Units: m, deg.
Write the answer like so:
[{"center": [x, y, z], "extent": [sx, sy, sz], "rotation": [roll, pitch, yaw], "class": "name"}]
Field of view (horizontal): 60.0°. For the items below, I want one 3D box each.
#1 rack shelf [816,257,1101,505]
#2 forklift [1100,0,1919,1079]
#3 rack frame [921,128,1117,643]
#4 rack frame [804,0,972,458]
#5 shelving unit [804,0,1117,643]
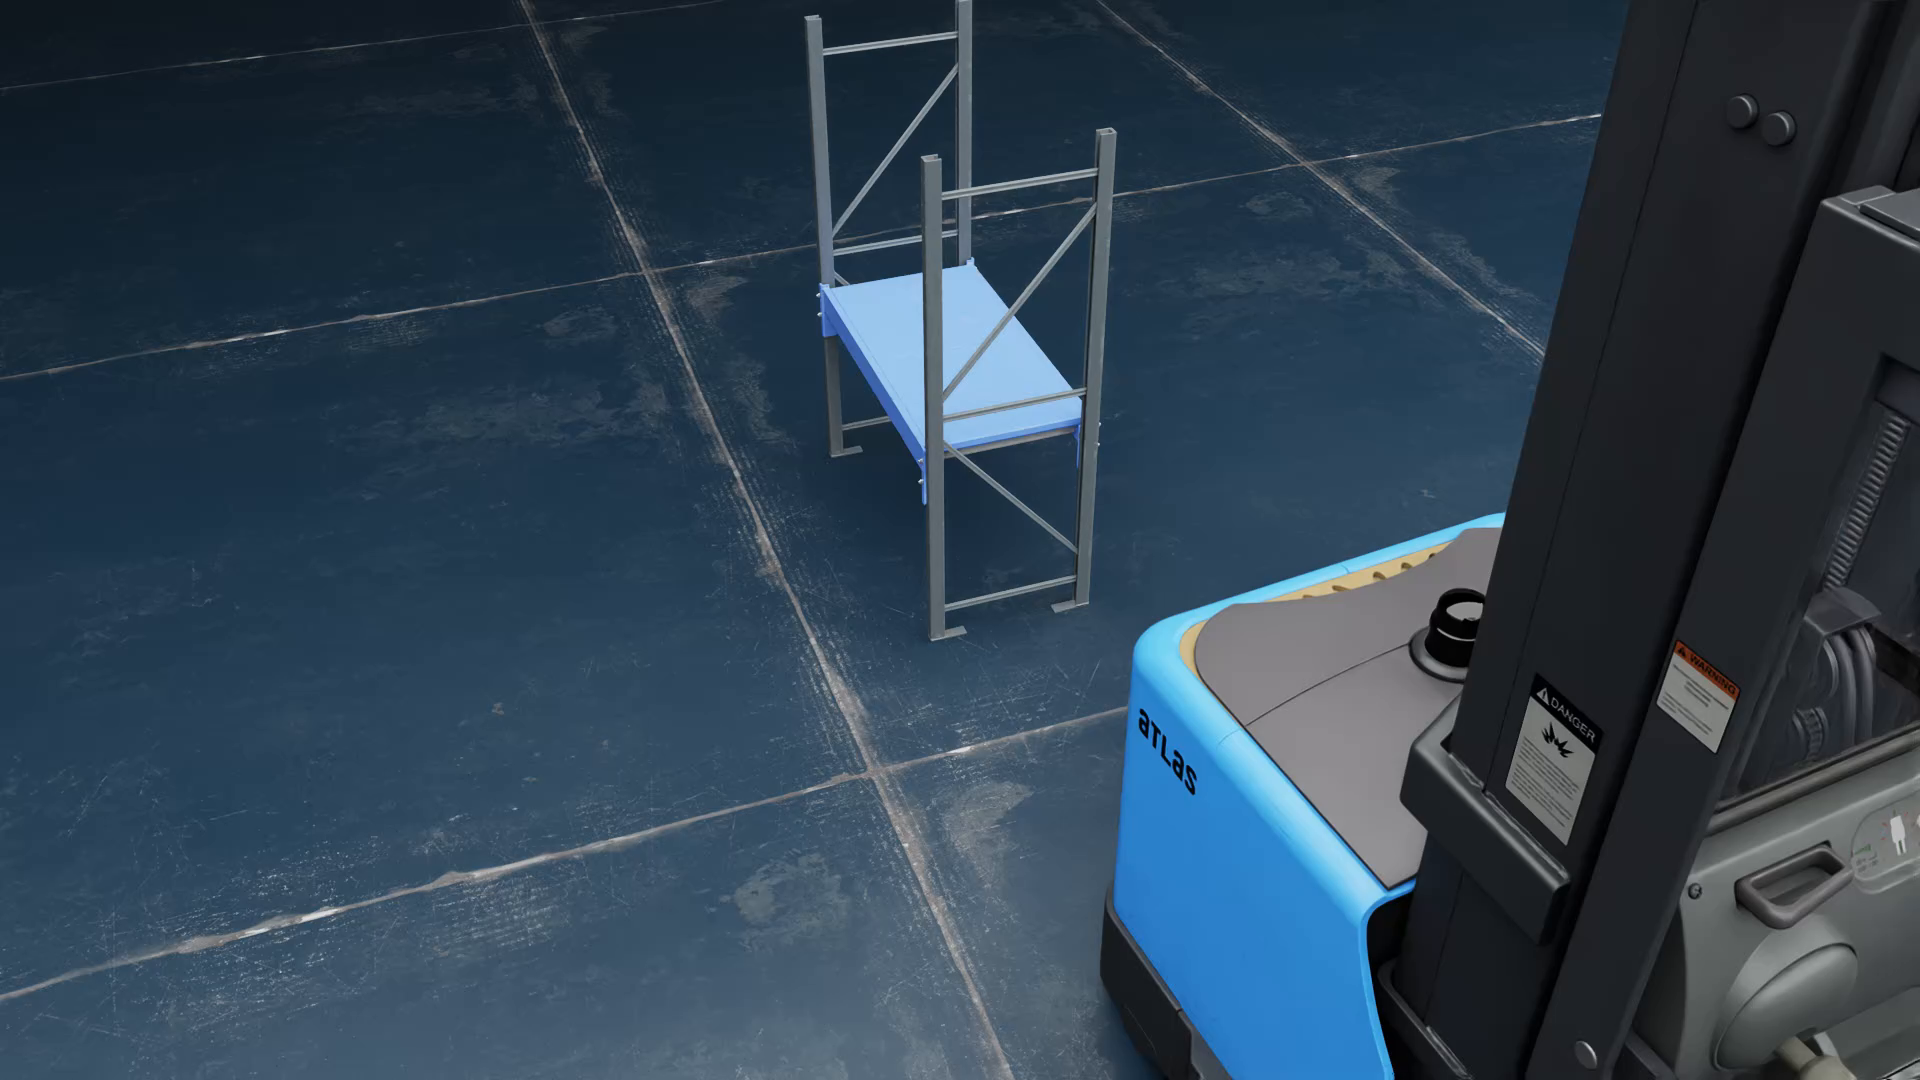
[{"center": [-0.029, -0.504, 4.971], "extent": [0.538, 0.185, 1.000], "rotation": [-12, 39, -16], "class": "rack shelf"}, {"center": [1.411, 0.533, 2.106], "extent": [1.130, 2.935, 3.031], "rotation": [-16, 40, -20], "class": "forklift"}, {"center": [0.146, -0.360, 4.481], "extent": [0.500, 1.500, 0.032], "rotation": [-12, 39, -16], "class": "rack frame"}, {"center": [-0.204, -0.934, 5.244], "extent": [0.500, 1.500, 0.032], "rotation": [-12, 39, -16], "class": "rack frame"}, {"center": [-0.029, -0.647, 4.863], "extent": [0.538, 1.500, 1.048], "rotation": [-12, 39, -16], "class": "shelving unit"}]
